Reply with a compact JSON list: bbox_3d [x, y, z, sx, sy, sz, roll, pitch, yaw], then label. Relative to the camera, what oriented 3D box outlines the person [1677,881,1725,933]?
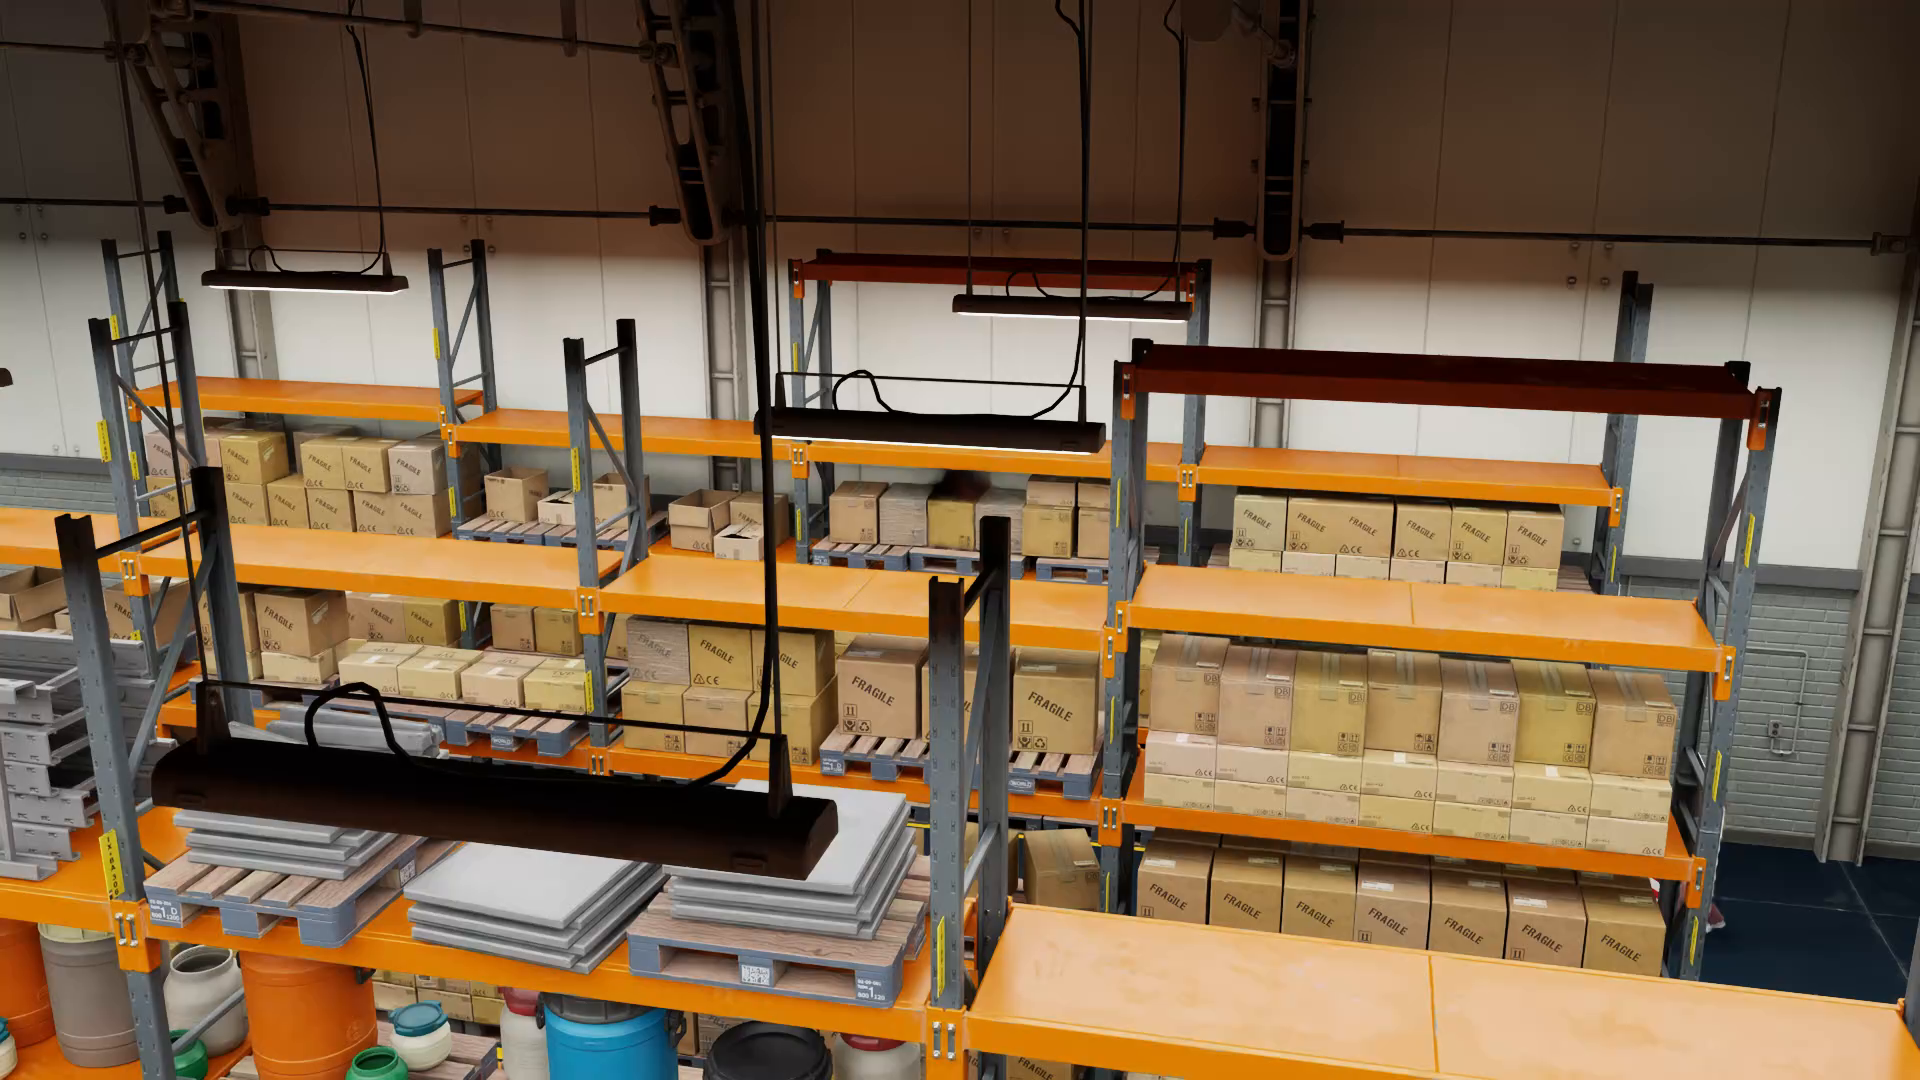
[{"bbox_3d":[6.718,2.975,15.317,0.989,1.626,0.515,-3,17,-9],"label":"person"}]
